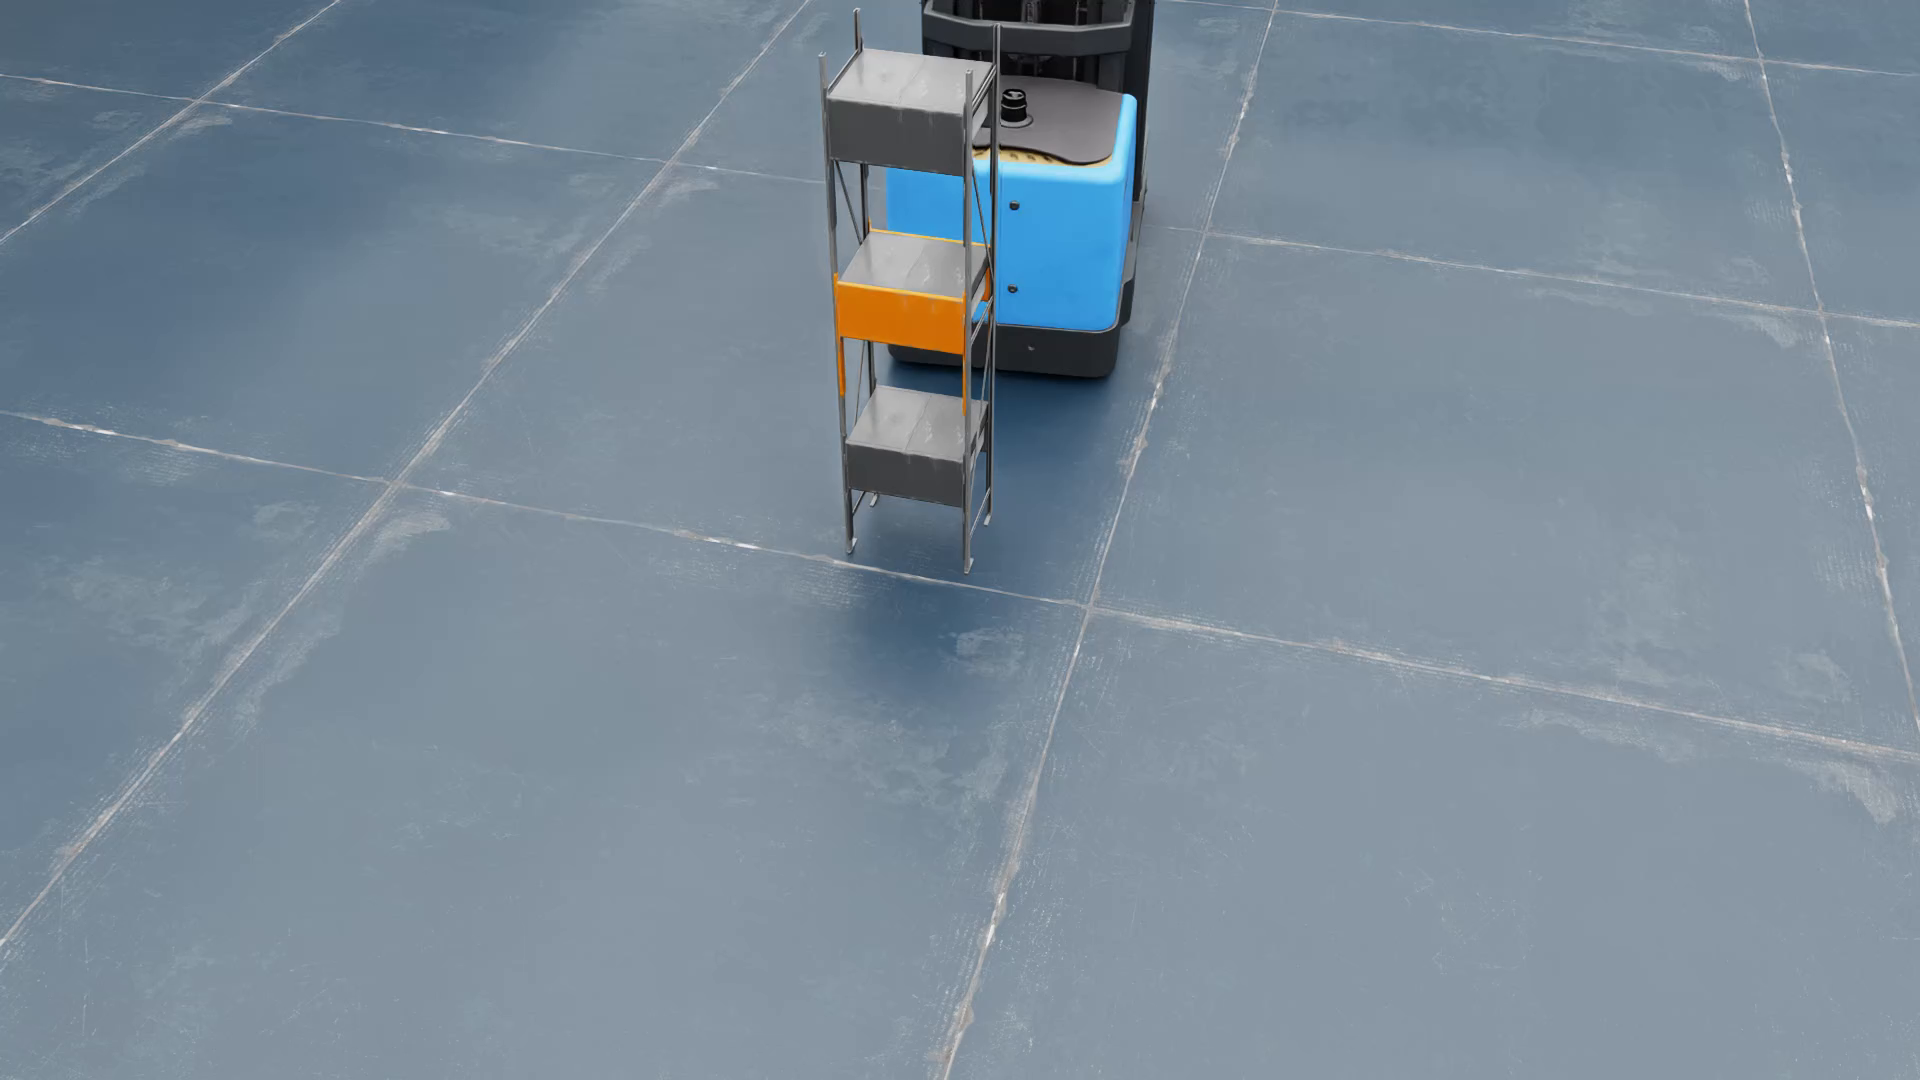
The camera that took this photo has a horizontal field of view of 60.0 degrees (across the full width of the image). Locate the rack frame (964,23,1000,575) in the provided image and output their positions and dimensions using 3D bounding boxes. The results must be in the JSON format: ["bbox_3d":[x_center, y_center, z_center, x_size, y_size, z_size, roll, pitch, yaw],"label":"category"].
[{"bbox_3d":[0.076,-0.791,6.059,0.015,2.100,0.400,10,41,11],"label":"rack frame"}]

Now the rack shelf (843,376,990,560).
[{"bbox_3d":[-0.160,-0.285,6.566,0.480,0.518,0.431,10,41,11],"label":"rack shelf"}]

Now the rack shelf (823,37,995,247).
[{"bbox_3d":[-0.160,-1.357,5.666,0.480,0.518,0.431,10,41,11],"label":"rack shelf"}]

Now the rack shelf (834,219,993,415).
[{"bbox_3d":[-0.160,-0.821,6.116,0.480,0.518,0.431,10,41,11],"label":"rack shelf"}]

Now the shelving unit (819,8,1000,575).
[{"bbox_3d":[-0.160,-0.832,6.107,0.503,2.100,0.431,10,41,11],"label":"shelving unit"}]

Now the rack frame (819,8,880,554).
[{"bbox_3d":[-0.396,-0.872,6.156,0.015,2.100,0.400,10,41,11],"label":"rack frame"}]

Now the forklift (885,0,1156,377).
[{"bbox_3d":[0.400,-2.805,7.811,1.130,2.935,3.031,6,40,7],"label":"forklift"}]
